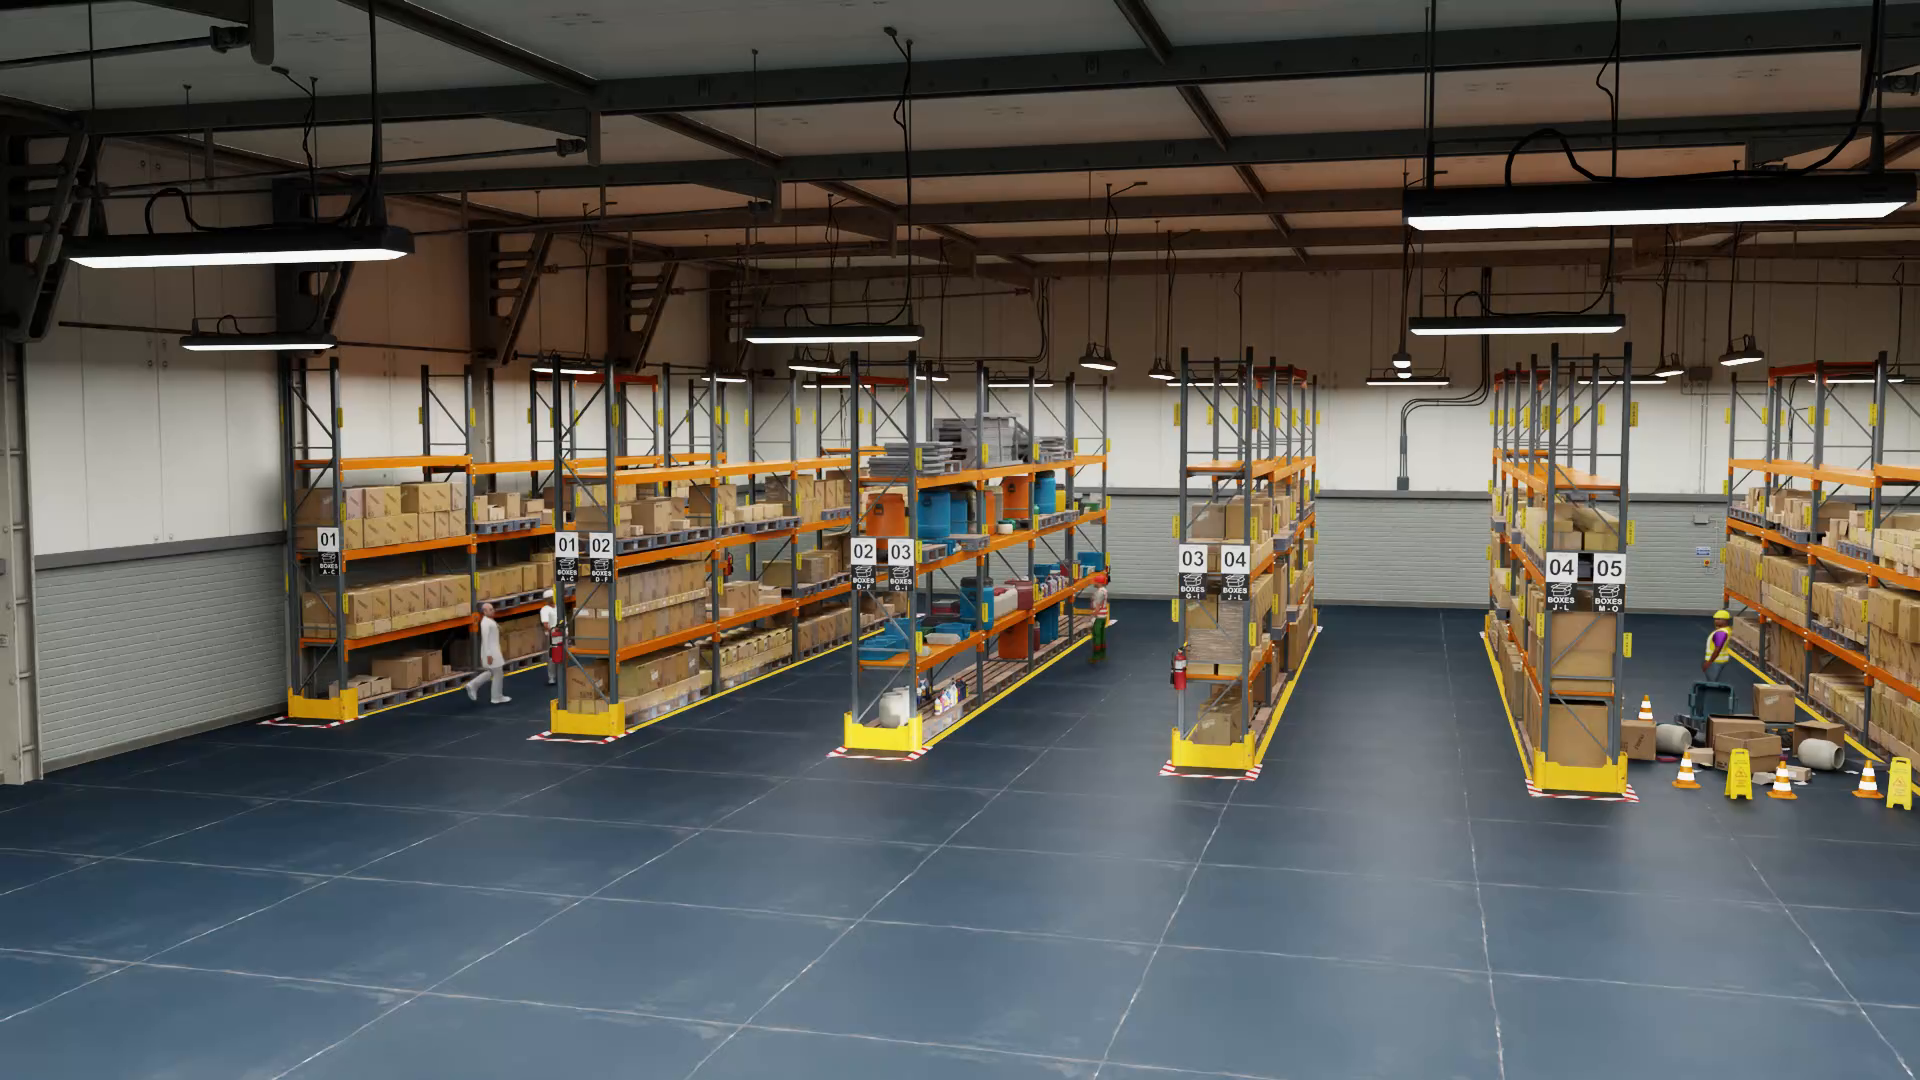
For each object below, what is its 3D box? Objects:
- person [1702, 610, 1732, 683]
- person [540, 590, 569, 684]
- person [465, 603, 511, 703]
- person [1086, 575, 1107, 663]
[{"bbox_3d":[12.724,2.072,28.014,0.628,1.789,0.518,-4,5,-40],"label":"person"},{"bbox_3d":[-7.589,1.830,31.302,0.622,1.771,0.654,-4,6,-40],"label":"person"},{"bbox_3d":[-8.225,1.975,29.034,0.750,1.761,0.558,-3,5,-34],"label":"person"},{"bbox_3d":[2.801,1.605,34.044,0.409,1.802,0.597,1,4,17],"label":"person"}]
